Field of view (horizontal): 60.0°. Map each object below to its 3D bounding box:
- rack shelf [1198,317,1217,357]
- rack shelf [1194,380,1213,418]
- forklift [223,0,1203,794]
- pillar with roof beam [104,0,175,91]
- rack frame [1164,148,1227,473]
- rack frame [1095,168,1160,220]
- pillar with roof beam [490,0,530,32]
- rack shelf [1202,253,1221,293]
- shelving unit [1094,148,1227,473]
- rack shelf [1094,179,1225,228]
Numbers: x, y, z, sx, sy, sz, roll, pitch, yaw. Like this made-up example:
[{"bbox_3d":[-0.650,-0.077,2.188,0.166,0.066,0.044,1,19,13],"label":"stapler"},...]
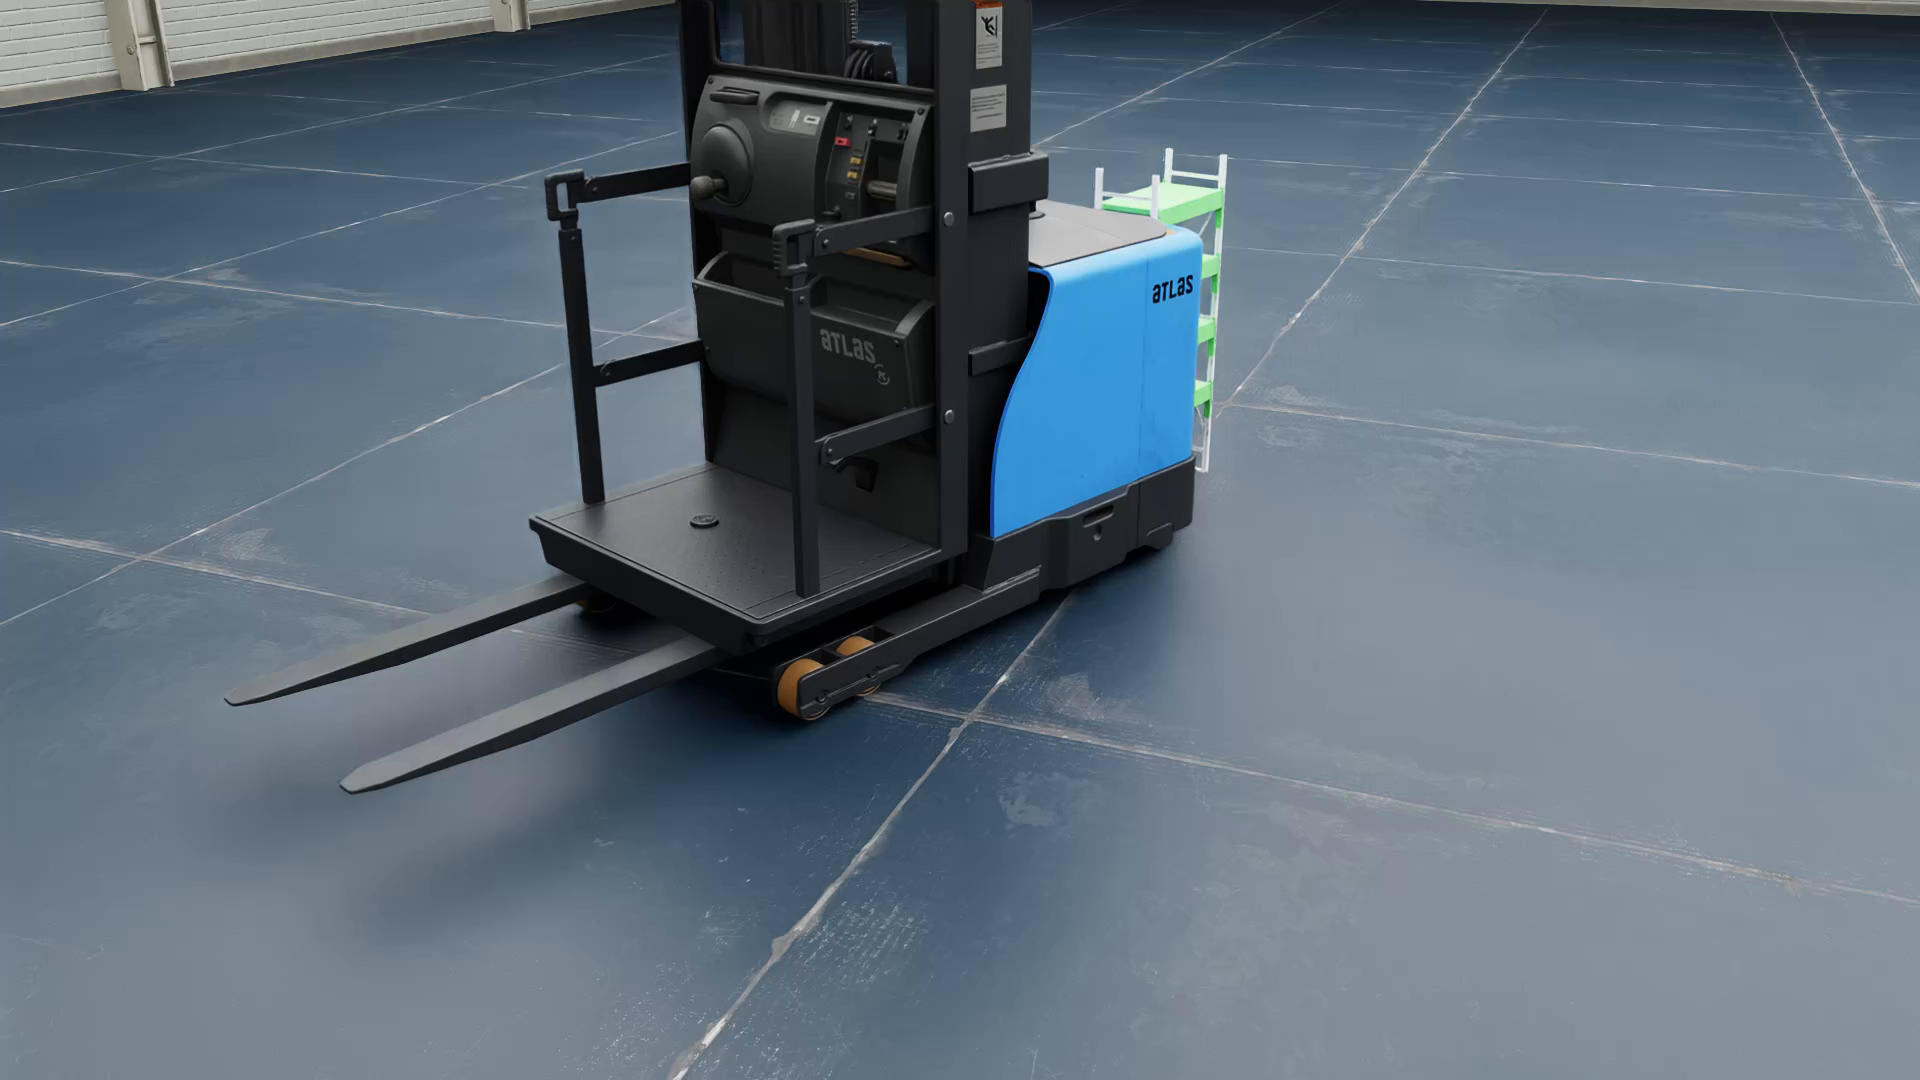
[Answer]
[{"bbox_3d":[0.707,-0.705,6.048,0.258,0.148,0.480,15,27,32],"label":"rack shelf"},{"bbox_3d":[0.707,-0.484,6.140,0.258,0.148,0.480,15,27,32],"label":"rack shelf"},{"bbox_3d":[-0.582,-1.080,4.533,1.130,2.935,3.031,20,30,40],"label":"forklift"},{"bbox_3d":[-4.065,-8.028,13.295,9.100,9.000,0.400,9,24,20],"label":"pillar with roof beam"},{"bbox_3d":[0.849,-0.841,6.206,0.240,1.200,0.015,15,27,32],"label":"rack frame"},{"bbox_3d":[0.565,-0.688,5.840,0.240,1.200,0.015,15,27,32],"label":"rack frame"},{"bbox_3d":[-1.837,-10.176,18.436,9.100,9.000,0.400,9,24,20],"label":"pillar with roof beam"},{"bbox_3d":[0.707,-0.927,5.955,0.258,0.148,0.480,15,27,32],"label":"rack shelf"},{"bbox_3d":[0.707,-0.764,6.023,0.258,1.200,0.503,15,27,32],"label":"shelving unit"},{"bbox_3d":[0.707,-1.148,5.863,0.258,0.148,0.480,15,27,32],"label":"rack shelf"}]
